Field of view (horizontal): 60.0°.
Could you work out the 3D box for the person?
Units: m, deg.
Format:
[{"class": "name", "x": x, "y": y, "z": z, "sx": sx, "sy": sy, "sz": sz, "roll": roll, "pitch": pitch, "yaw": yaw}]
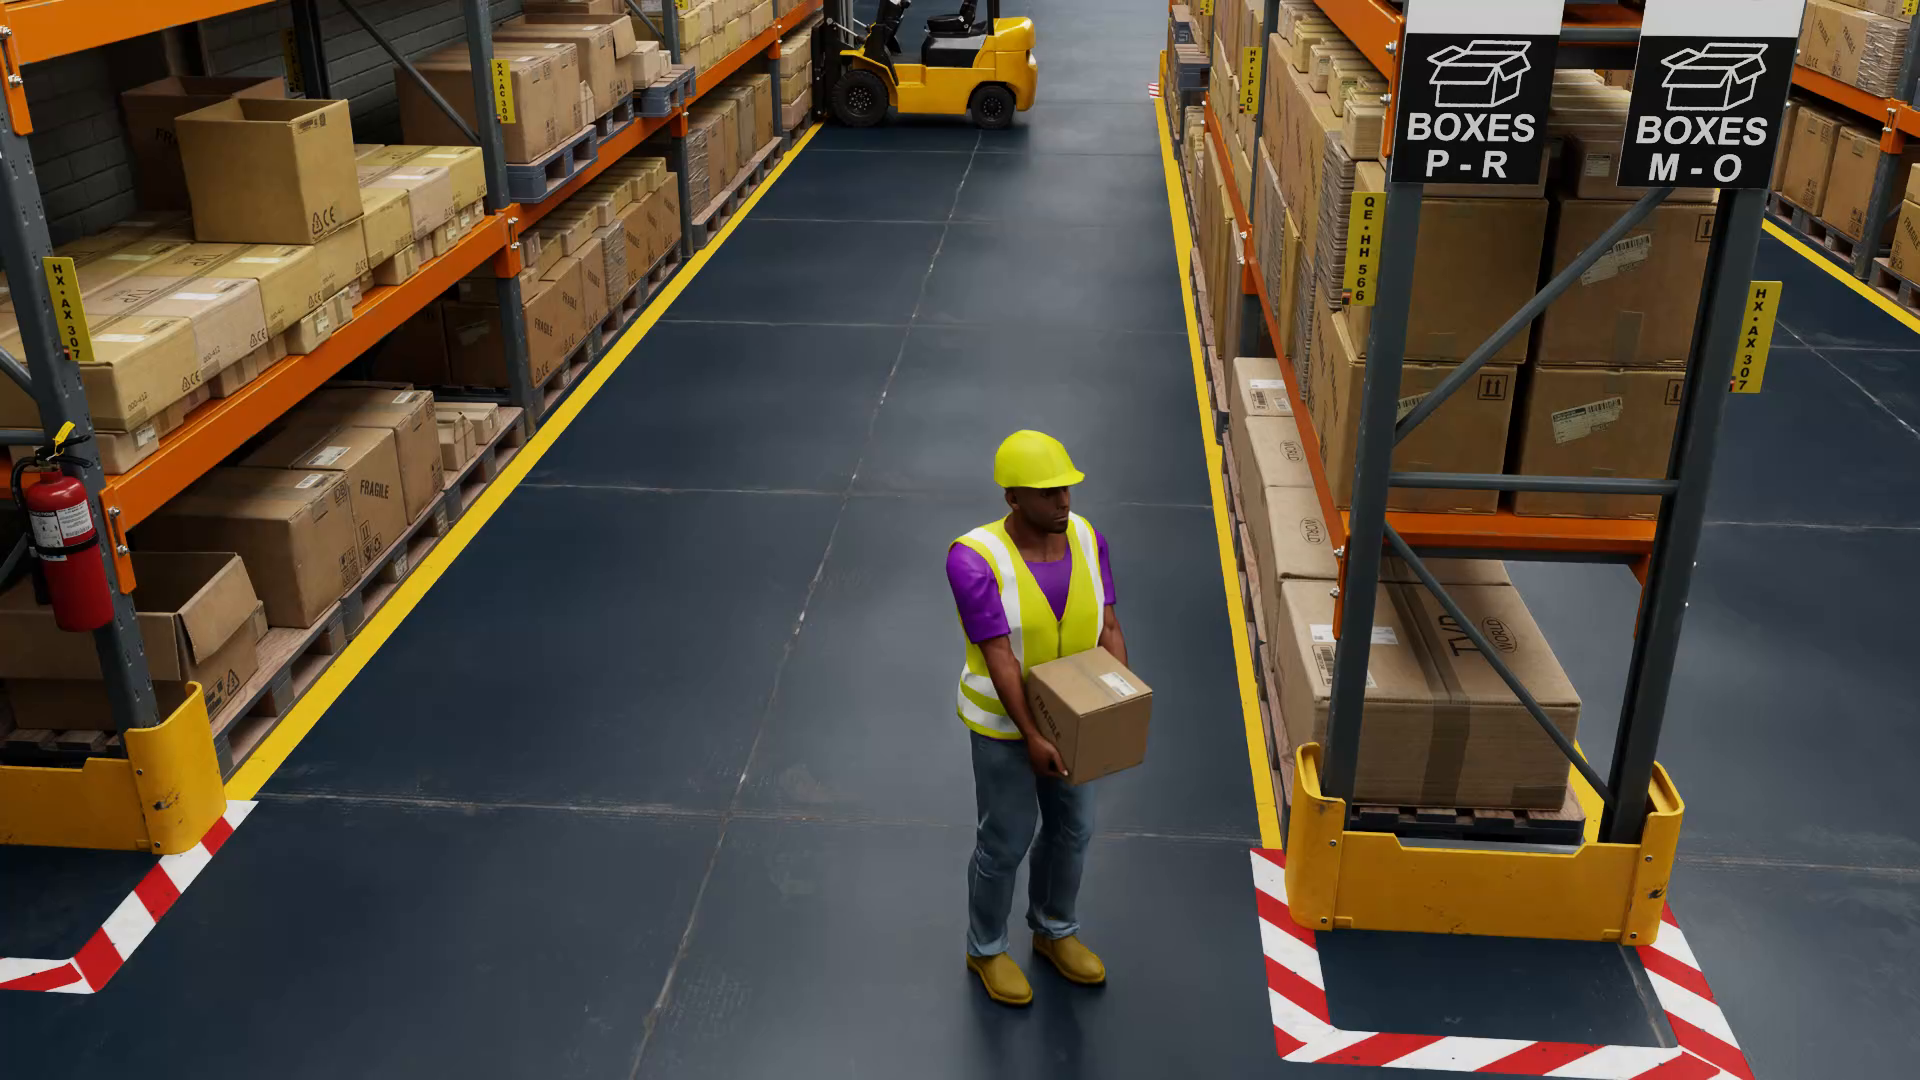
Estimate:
[{"class": "person", "x": 0.272, "y": 0.557, "z": 4.850, "sx": 0.504, "sy": 1.762, "sz": 0.565, "roll": -14, "pitch": 28, "yaw": -29}]
